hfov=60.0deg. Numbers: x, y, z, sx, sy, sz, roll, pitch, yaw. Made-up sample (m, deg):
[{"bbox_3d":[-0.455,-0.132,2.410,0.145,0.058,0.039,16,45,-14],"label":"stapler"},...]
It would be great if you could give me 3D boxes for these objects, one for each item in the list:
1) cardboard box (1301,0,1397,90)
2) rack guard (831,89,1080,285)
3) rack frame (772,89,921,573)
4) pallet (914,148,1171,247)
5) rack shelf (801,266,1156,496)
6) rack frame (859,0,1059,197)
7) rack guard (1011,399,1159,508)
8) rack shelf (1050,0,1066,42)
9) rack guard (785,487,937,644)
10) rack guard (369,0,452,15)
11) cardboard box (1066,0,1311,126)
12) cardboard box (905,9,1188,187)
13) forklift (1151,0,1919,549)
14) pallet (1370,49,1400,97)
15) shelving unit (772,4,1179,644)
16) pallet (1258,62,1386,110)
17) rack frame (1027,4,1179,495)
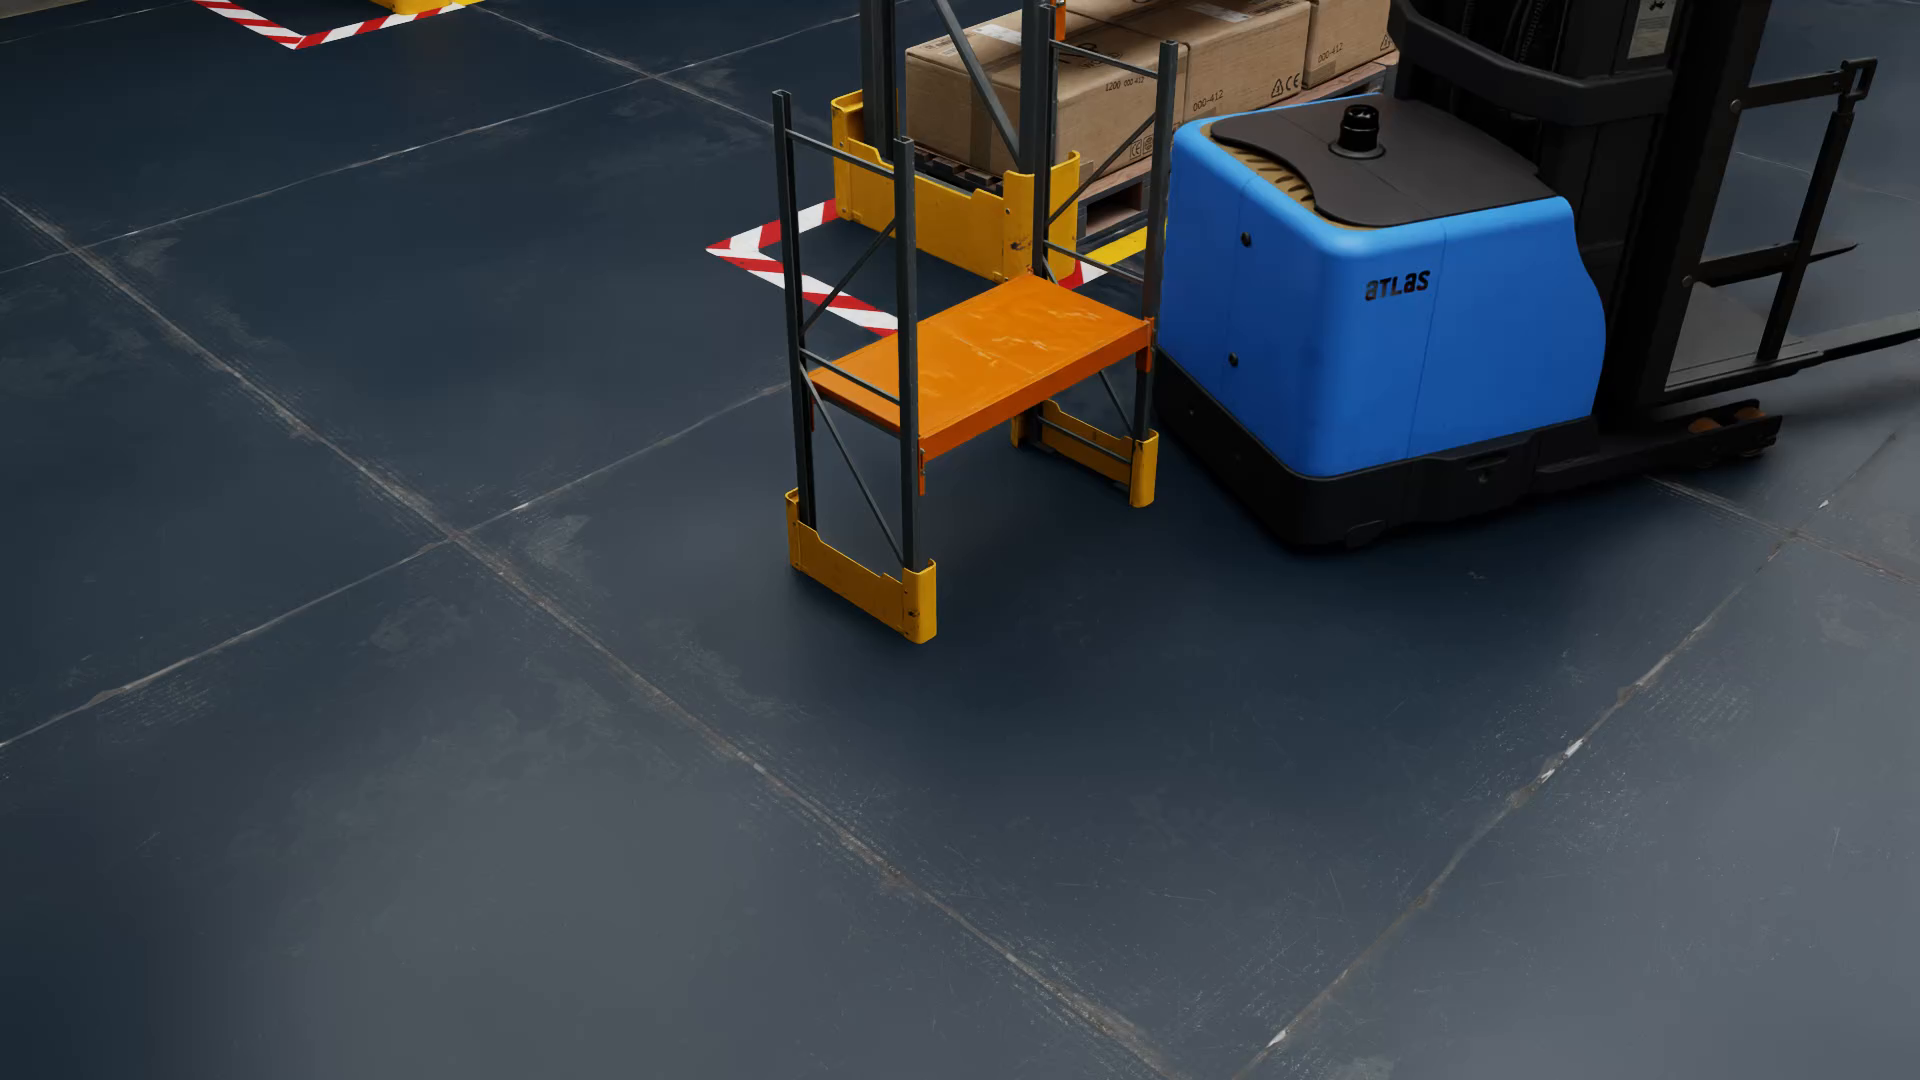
[{"bbox_3d":[1.650,-2.685,8.350,0.875,0.438,0.875,28,44,34],"label":"cardboard box"},{"bbox_3d":[-0.036,-1.480,6.935,1.175,0.500,0.348,30,45,35],"label":"rack guard"},{"bbox_3d":[-0.298,-0.443,4.575,0.500,1.500,0.032,30,45,35],"label":"rack frame"},{"bbox_3d":[0.488,-1.727,7.542,1.003,0.211,1.213,30,45,35],"label":"pallet"},{"bbox_3d":[0.060,-0.502,4.974,0.538,0.185,1.000,30,45,35],"label":"rack shelf"},{"bbox_3d":[-0.019,-2.515,6.234,1.000,3.000,0.127,30,45,35],"label":"rack frame"},{"bbox_3d":[0.405,-0.336,5.513,0.587,0.250,0.087,30,45,35],"label":"rack guard"},{"bbox_3d":[1.390,-3.032,7.604,1.077,0.370,4.000,30,45,35],"label":"rack shelf"},{"bbox_3d":[-0.297,0.069,4.933,0.587,0.250,0.087,30,45,35],"label":"rack guard"},{"bbox_3d":[-3.491,-3.519,9.859,1.175,0.500,0.348,30,45,35],"label":"rack guard"},{"bbox_3d":[1.013,-2.319,7.826,0.875,0.438,0.875,-29,44,-34],"label":"cardboard box"},{"bbox_3d":[0.375,-1.944,7.288,0.875,0.438,0.875,28,44,34],"label":"cardboard box"},{"bbox_3d":[2.227,-1.710,5.140,3.031,2.935,1.130,-13,37,-18],"label":"forklift"},{"bbox_3d":[2.208,-2.718,8.962,1.003,0.211,1.213,30,45,35],"label":"pallet"},{"bbox_3d":[0.054,-0.646,4.865,0.587,1.500,1.083,30,45,35],"label":"shelving unit"},{"bbox_3d":[1.348,-2.220,8.249,1.003,0.211,1.213,30,45,35],"label":"pallet"},{"bbox_3d":[0.418,-0.856,5.167,0.500,1.500,0.032,30,45,35],"label":"rack frame"}]
